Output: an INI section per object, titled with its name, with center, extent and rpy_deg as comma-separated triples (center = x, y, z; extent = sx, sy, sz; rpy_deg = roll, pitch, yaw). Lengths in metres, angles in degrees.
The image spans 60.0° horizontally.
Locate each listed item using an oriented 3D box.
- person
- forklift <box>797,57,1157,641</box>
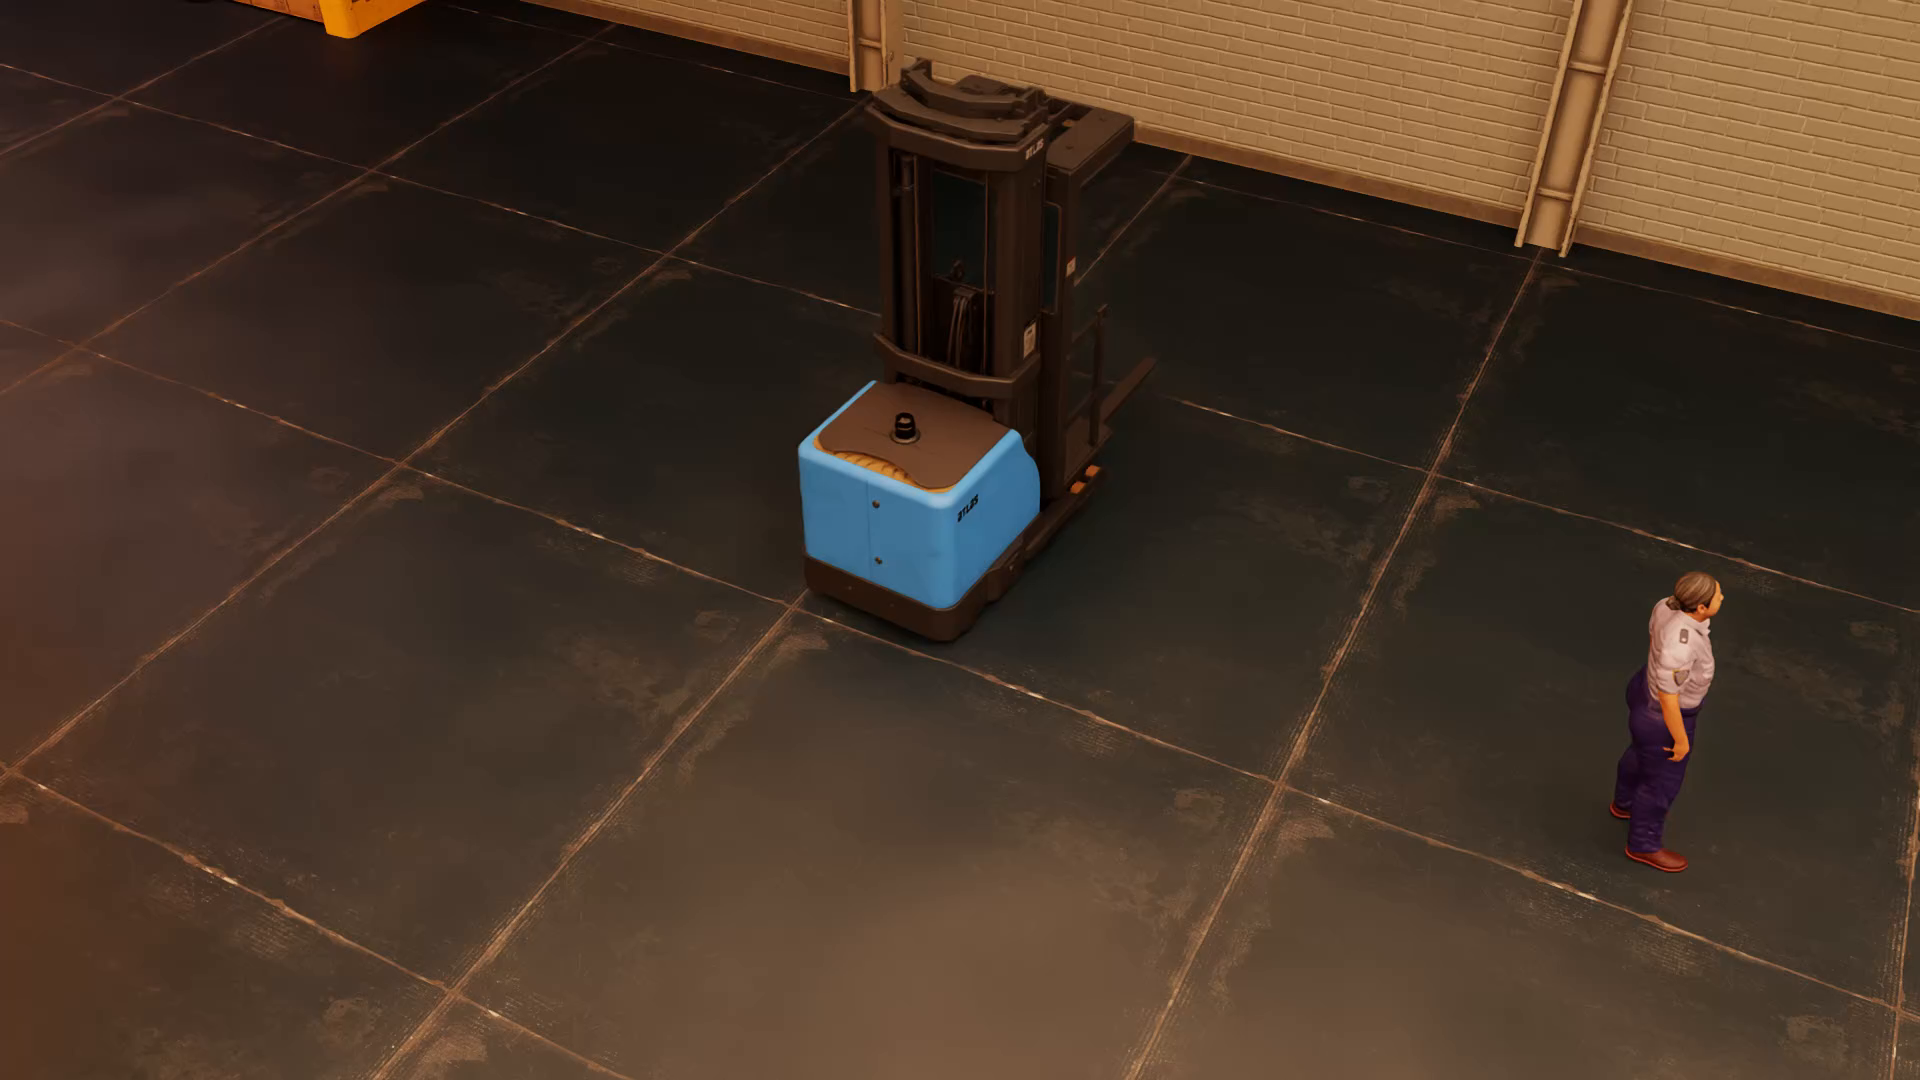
[person]
center = 3.454, 0.833, 7.996
extent = 0.469, 1.663, 0.568
rpy_deg = 8, 41, 9
[forklift]
center = 0.276, -1.471, 9.733
extent = 1.130, 2.935, 3.031
rpy_deg = 21, 45, 23
